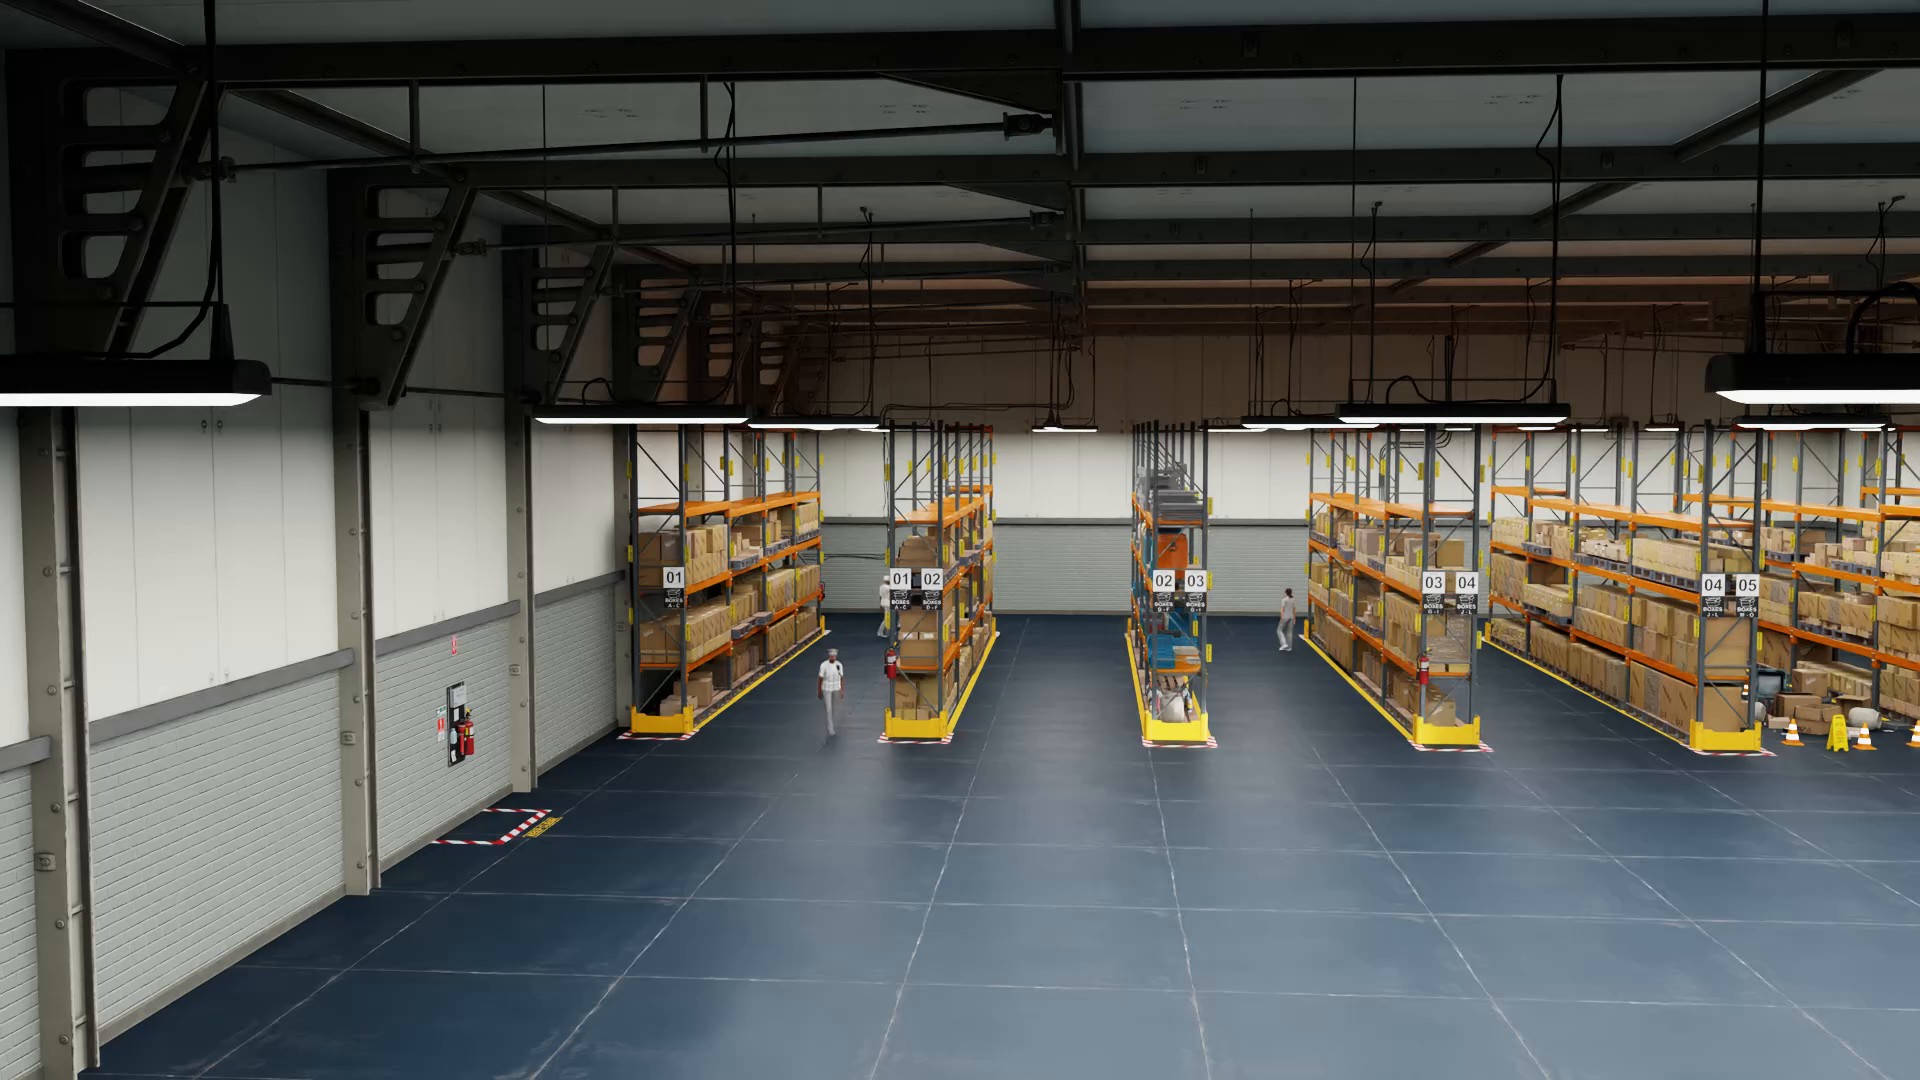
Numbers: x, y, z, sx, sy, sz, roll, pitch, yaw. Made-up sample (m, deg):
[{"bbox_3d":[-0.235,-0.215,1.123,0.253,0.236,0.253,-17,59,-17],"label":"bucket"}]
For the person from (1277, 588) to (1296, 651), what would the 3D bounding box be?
[{"bbox_3d":[8.676,2.110,44.061,0.486,1.691,0.396,-1,4,-21],"label":"person"}]

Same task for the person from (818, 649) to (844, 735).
[{"bbox_3d":[-2.450,2.878,31.751,0.490,1.619,0.974,-2,4,-29],"label":"person"}]

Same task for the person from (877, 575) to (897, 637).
[{"bbox_3d":[-2.067,1.873,46.953,0.739,1.758,0.595,-2,4,-26],"label":"person"}]

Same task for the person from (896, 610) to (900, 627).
[{"bbox_3d":[-1.895,1.846,48.732,0.436,1.538,0.972,0,4,4],"label":"person"}]
